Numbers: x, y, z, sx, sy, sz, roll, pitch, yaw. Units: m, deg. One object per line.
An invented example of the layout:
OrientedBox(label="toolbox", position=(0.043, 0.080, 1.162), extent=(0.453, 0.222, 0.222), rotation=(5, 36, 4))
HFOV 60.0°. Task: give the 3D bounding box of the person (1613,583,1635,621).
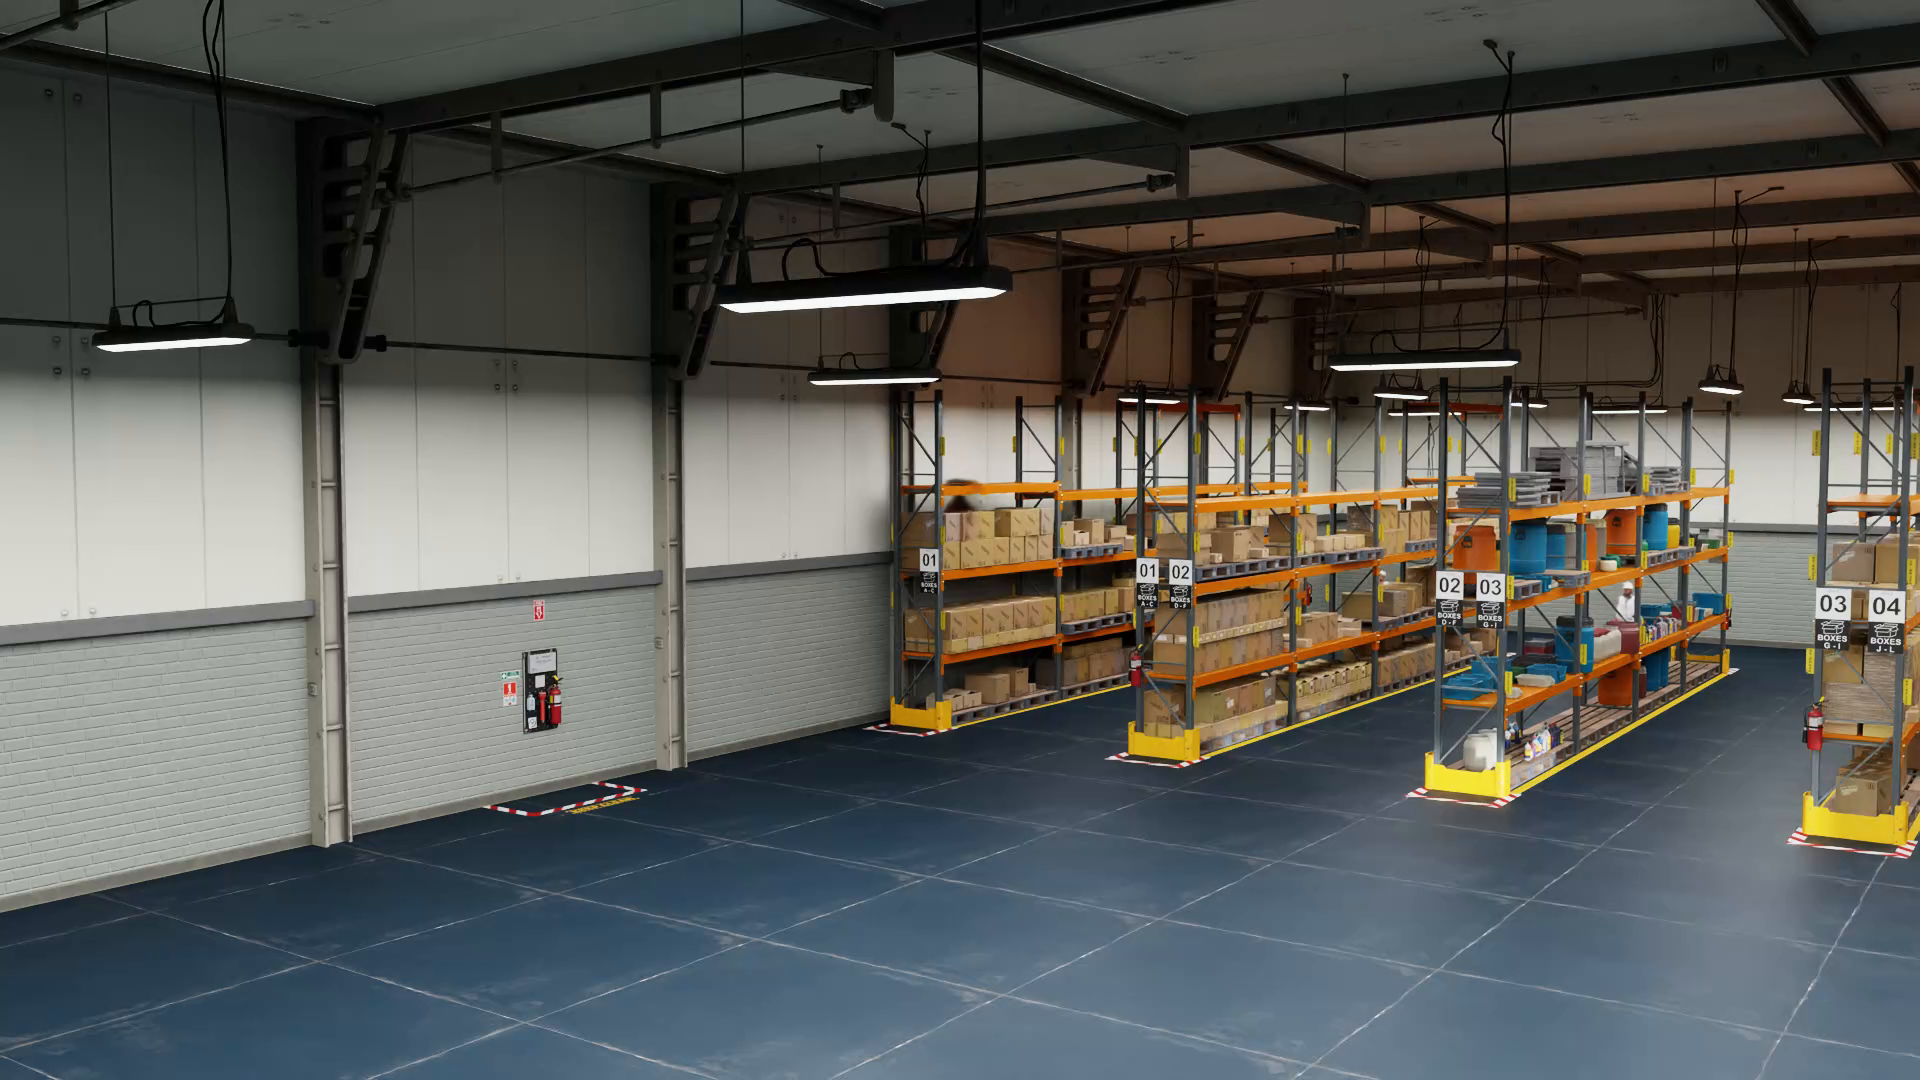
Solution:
OrientedBox(label="person", position=(15.859, 1.913, 39.508), extent=(0.629, 1.770, 0.580), rotation=(1, 3, 14))

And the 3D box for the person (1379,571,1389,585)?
OrientedBox(label="person", position=(10.980, 1.671, 43.358), extent=(0.545, 1.735, 1.052), rotation=(2, 4, 30))
